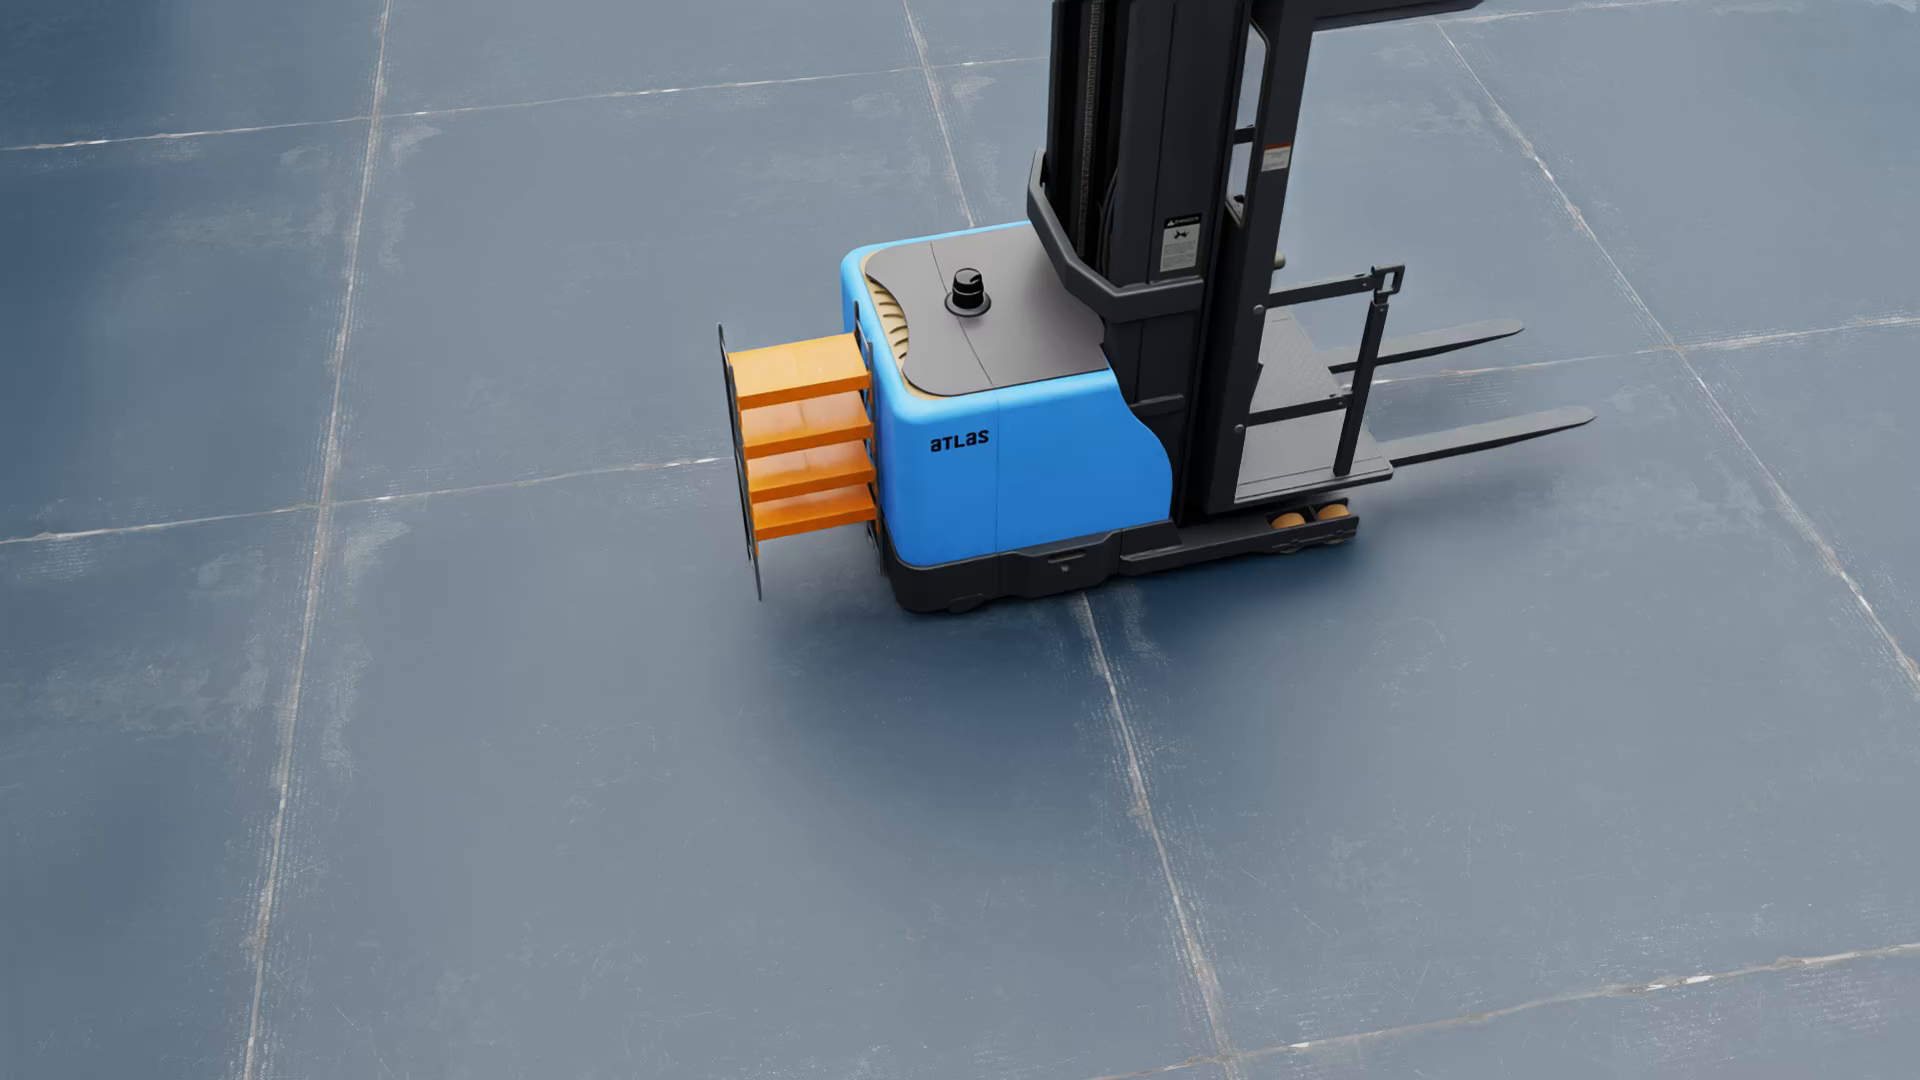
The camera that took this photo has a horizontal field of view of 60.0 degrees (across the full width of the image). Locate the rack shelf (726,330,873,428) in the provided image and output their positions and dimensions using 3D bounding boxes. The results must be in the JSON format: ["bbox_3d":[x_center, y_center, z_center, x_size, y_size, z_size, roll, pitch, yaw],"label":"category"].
[{"bbox_3d":[-0.575,-0.578,5.928,0.480,0.148,0.258,-11,47,-10],"label":"rack shelf"}]

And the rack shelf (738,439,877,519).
[{"bbox_3d":[-0.575,-0.258,6.259,0.480,0.148,0.258,-11,47,-10],"label":"rack shelf"}]

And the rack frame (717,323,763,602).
[{"bbox_3d":[-0.811,-0.259,6.166,0.015,1.200,0.240,-11,47,-10],"label":"rack frame"}]

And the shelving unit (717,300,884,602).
[{"bbox_3d":[-0.575,-0.305,6.211,0.503,1.200,0.258,-11,47,-10],"label":"shelving unit"}]

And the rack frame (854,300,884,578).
[{"bbox_3d":[-0.340,-0.351,6.255,0.015,1.200,0.240,-11,47,-10],"label":"rack frame"}]

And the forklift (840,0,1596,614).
[{"bbox_3d":[1.106,-1.322,5.988,3.031,2.935,1.130,-11,47,-10],"label":"forklift"}]

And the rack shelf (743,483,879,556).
[{"bbox_3d":[-0.575,-0.120,6.402,0.480,0.148,0.258,-11,47,-10],"label":"rack shelf"}]

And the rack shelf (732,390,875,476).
[{"bbox_3d":[-0.575,-0.413,6.098,0.480,0.148,0.258,-11,47,-10],"label":"rack shelf"}]
